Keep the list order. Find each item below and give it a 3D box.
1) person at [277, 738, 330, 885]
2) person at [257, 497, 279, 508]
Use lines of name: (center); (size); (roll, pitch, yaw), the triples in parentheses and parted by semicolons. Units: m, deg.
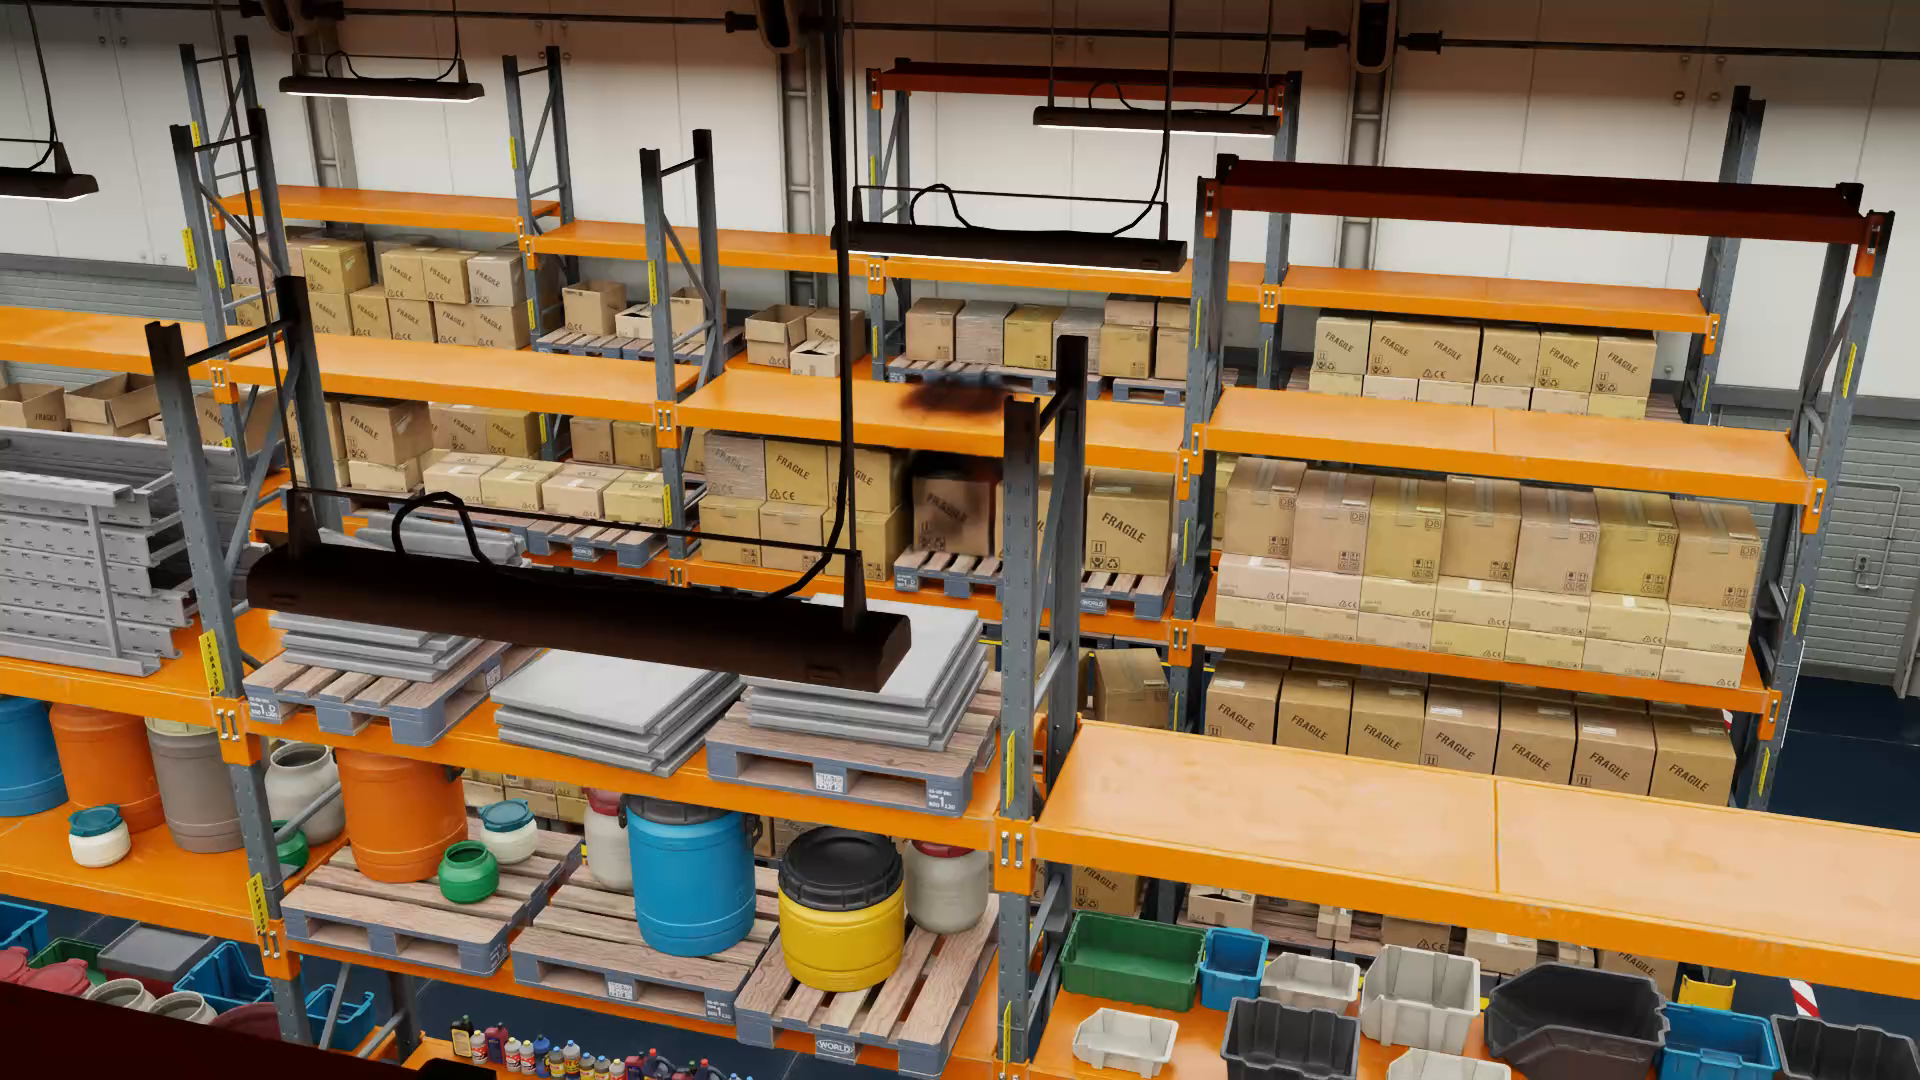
person: (-5.145, 2.236, 13.133); (0.581, 1.816, 0.398); (0, 23, 0)
person: (-7.697, 0.099, 18.267); (0.648, 1.806, 0.493); (1, 23, 2)
